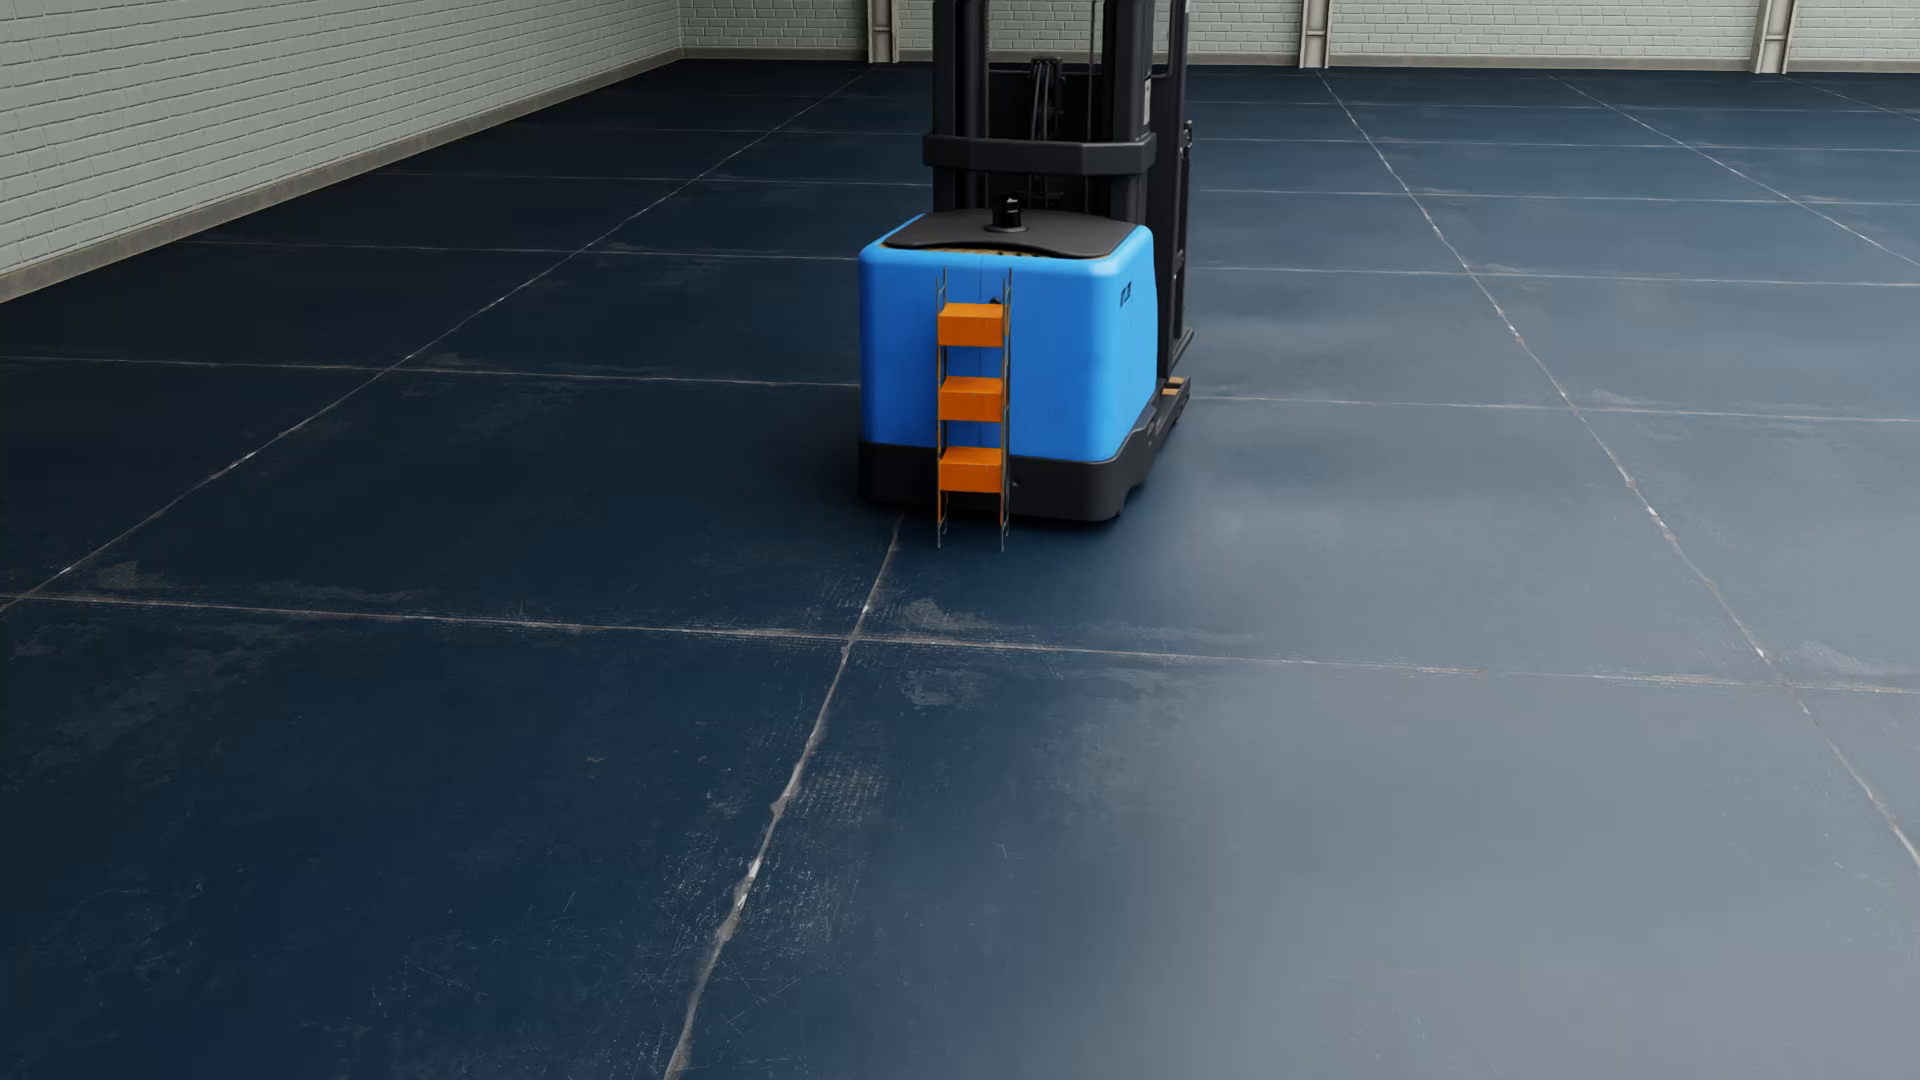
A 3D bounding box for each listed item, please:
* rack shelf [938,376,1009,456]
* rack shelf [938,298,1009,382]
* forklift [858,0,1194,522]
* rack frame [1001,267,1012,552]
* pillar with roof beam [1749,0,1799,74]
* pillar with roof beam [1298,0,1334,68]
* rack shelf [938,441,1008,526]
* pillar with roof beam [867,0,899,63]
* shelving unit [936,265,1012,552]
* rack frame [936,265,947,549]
[{"bbox_3d":[0.052,-0.475,6.243,0.240,0.259,0.215,3,22,7],"label":"rack shelf"},{"bbox_3d":[0.052,-0.740,6.139,0.240,0.259,0.215,3,22,7],"label":"rack shelf"},{"bbox_3d":[0.486,-1.945,7.373,1.130,2.935,3.031,6,22,15],"label":"forklift"},{"bbox_3d":[0.173,-0.479,6.223,0.008,1.050,0.200,3,22,7],"label":"rack frame"},{"bbox_3d":[10.328,-8.894,16.698,0.400,9.000,9.100,2,22,6],"label":"pillar with roof beam"},{"bbox_3d":[4.370,-9.154,17.355,0.400,9.000,9.100,2,22,6],"label":"pillar with roof beam"},{"bbox_3d":[0.052,-0.217,6.344,0.240,0.259,0.215,3,22,7],"label":"rack shelf"},{"bbox_3d":[-1.589,-9.414,18.011,0.400,9.000,9.100,2,22,6],"label":"pillar with roof beam"},{"bbox_3d":[0.052,-0.485,6.239,0.252,1.050,0.215,3,22,7],"label":"shelving unit"},{"bbox_3d":[-0.068,-0.492,6.255,0.008,1.050,0.200,3,22,7],"label":"rack frame"}]
